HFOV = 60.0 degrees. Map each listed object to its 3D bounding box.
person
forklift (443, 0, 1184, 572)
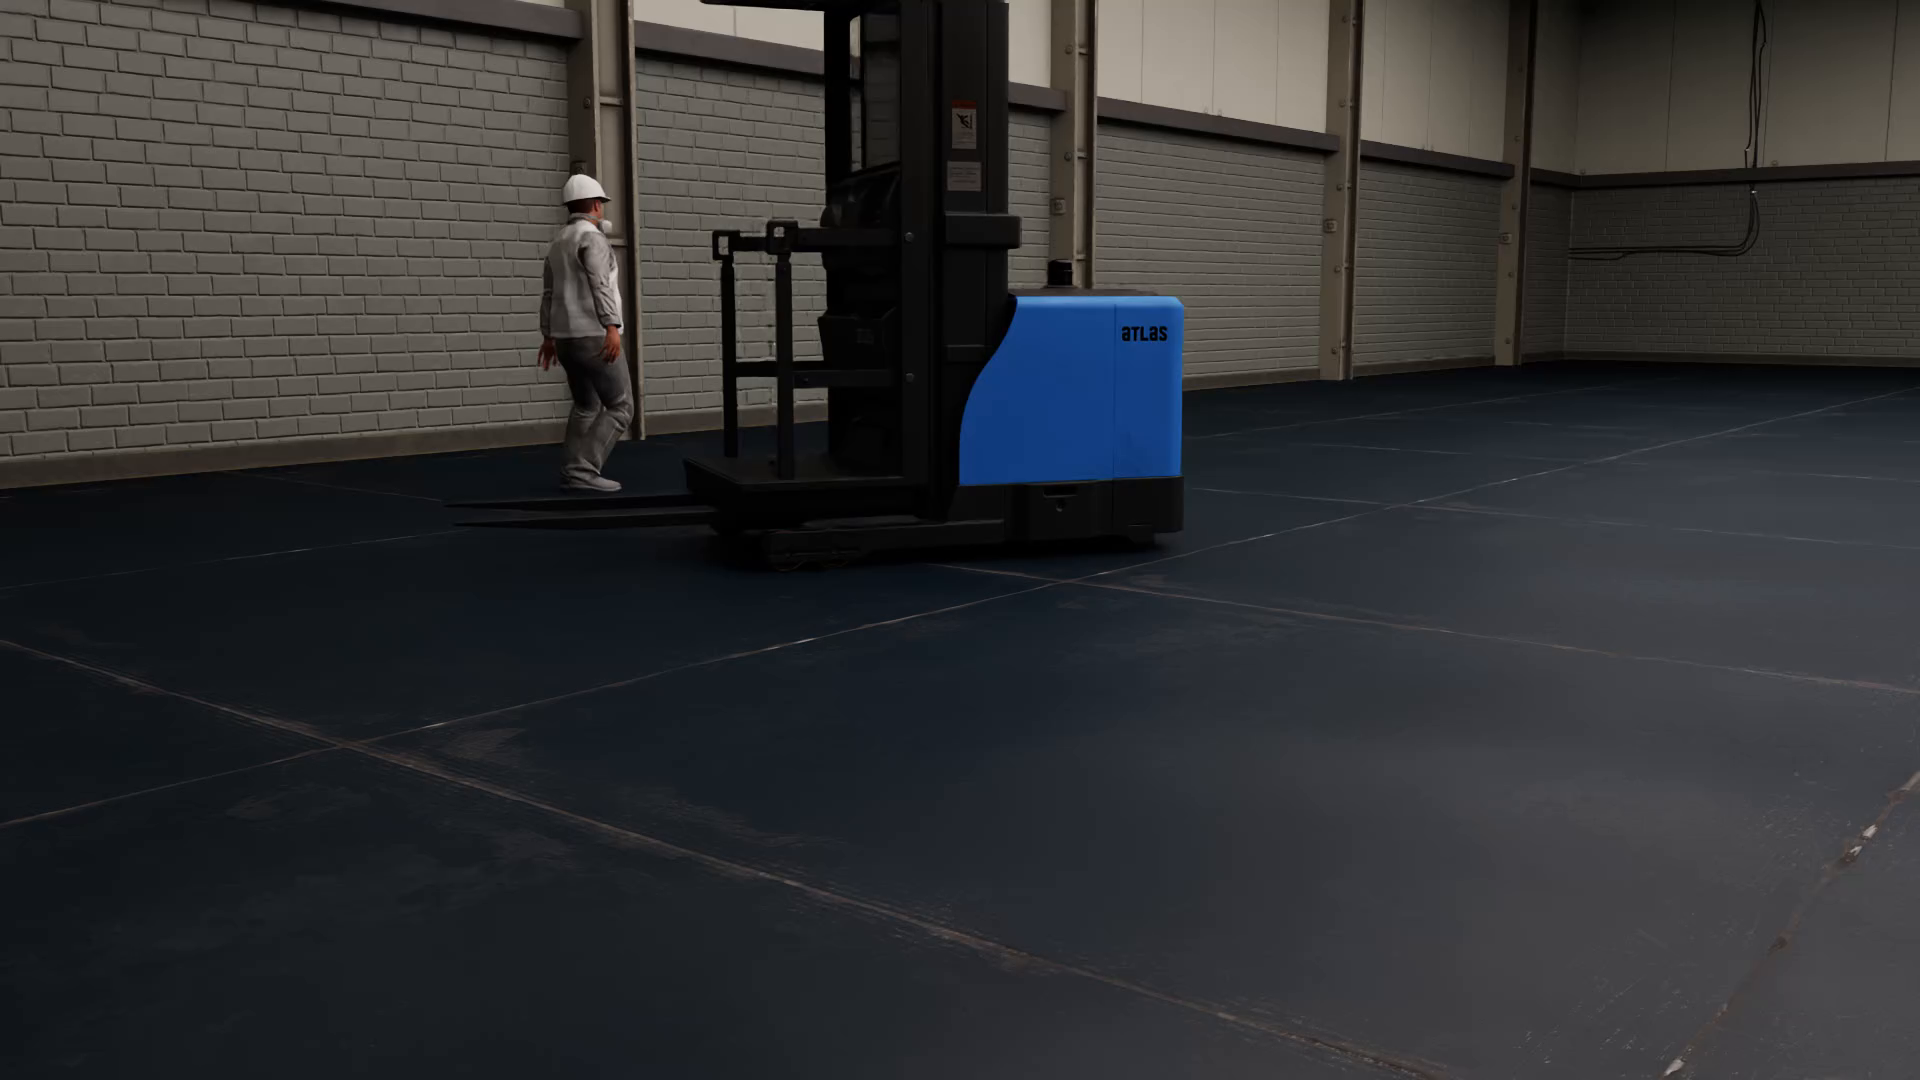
[{"bbox_3d":[-2.034,-1.112,9.038,0.427,1.726,0.851,-7,11,-39],"label":"person"},{"bbox_3d":[-0.606,-1.411,6.925,3.031,2.935,1.130,-3,9,-20],"label":"forklift"}]
